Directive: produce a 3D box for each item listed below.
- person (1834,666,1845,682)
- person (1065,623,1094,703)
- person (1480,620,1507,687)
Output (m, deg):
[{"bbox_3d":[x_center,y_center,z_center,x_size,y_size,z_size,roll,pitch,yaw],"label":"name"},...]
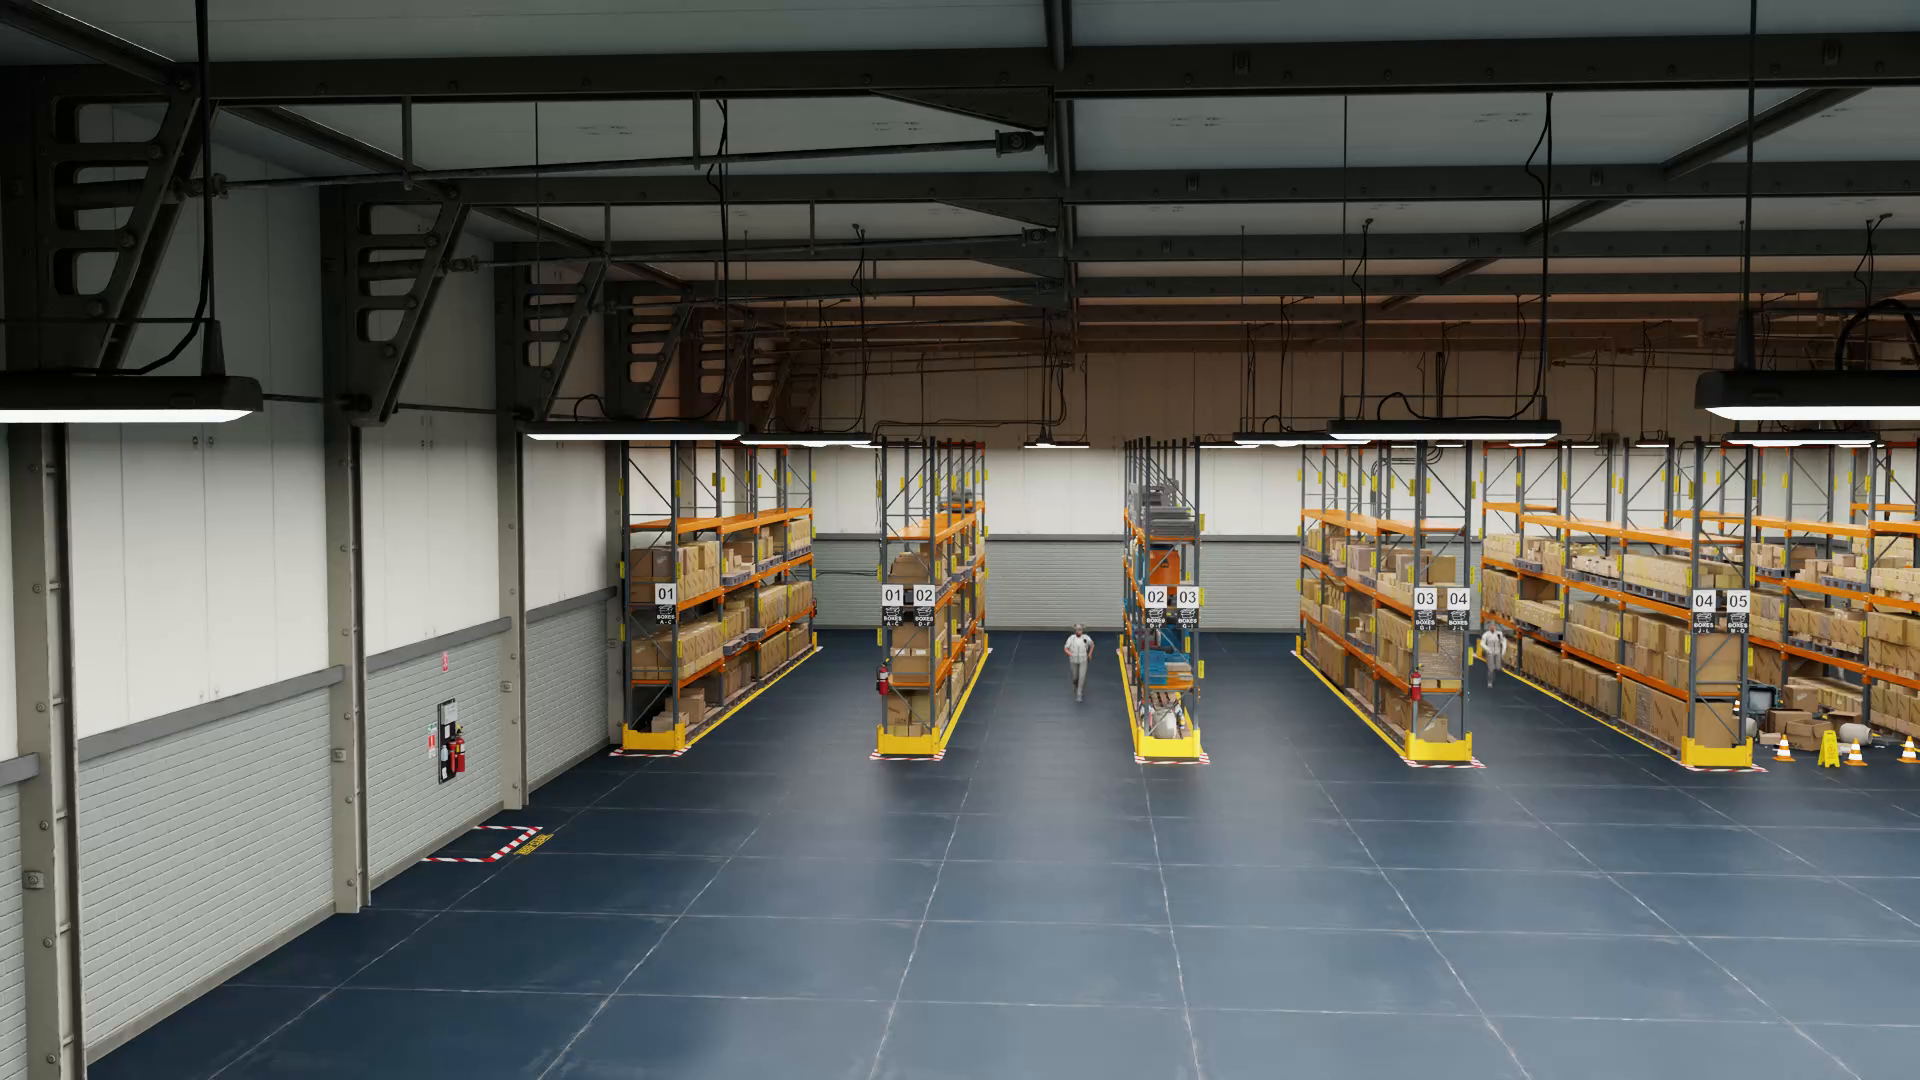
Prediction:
[{"bbox_3d":[21.144,2.672,40.262,0.657,1.828,0.829,0,3,2],"label":"person"},{"bbox_3d":[2.743,2.798,38.319,0.675,1.788,0.957,0,3,8],"label":"person"},{"bbox_3d":[12.915,2.754,40.210,0.641,1.653,0.583,0,3,8],"label":"person"}]
